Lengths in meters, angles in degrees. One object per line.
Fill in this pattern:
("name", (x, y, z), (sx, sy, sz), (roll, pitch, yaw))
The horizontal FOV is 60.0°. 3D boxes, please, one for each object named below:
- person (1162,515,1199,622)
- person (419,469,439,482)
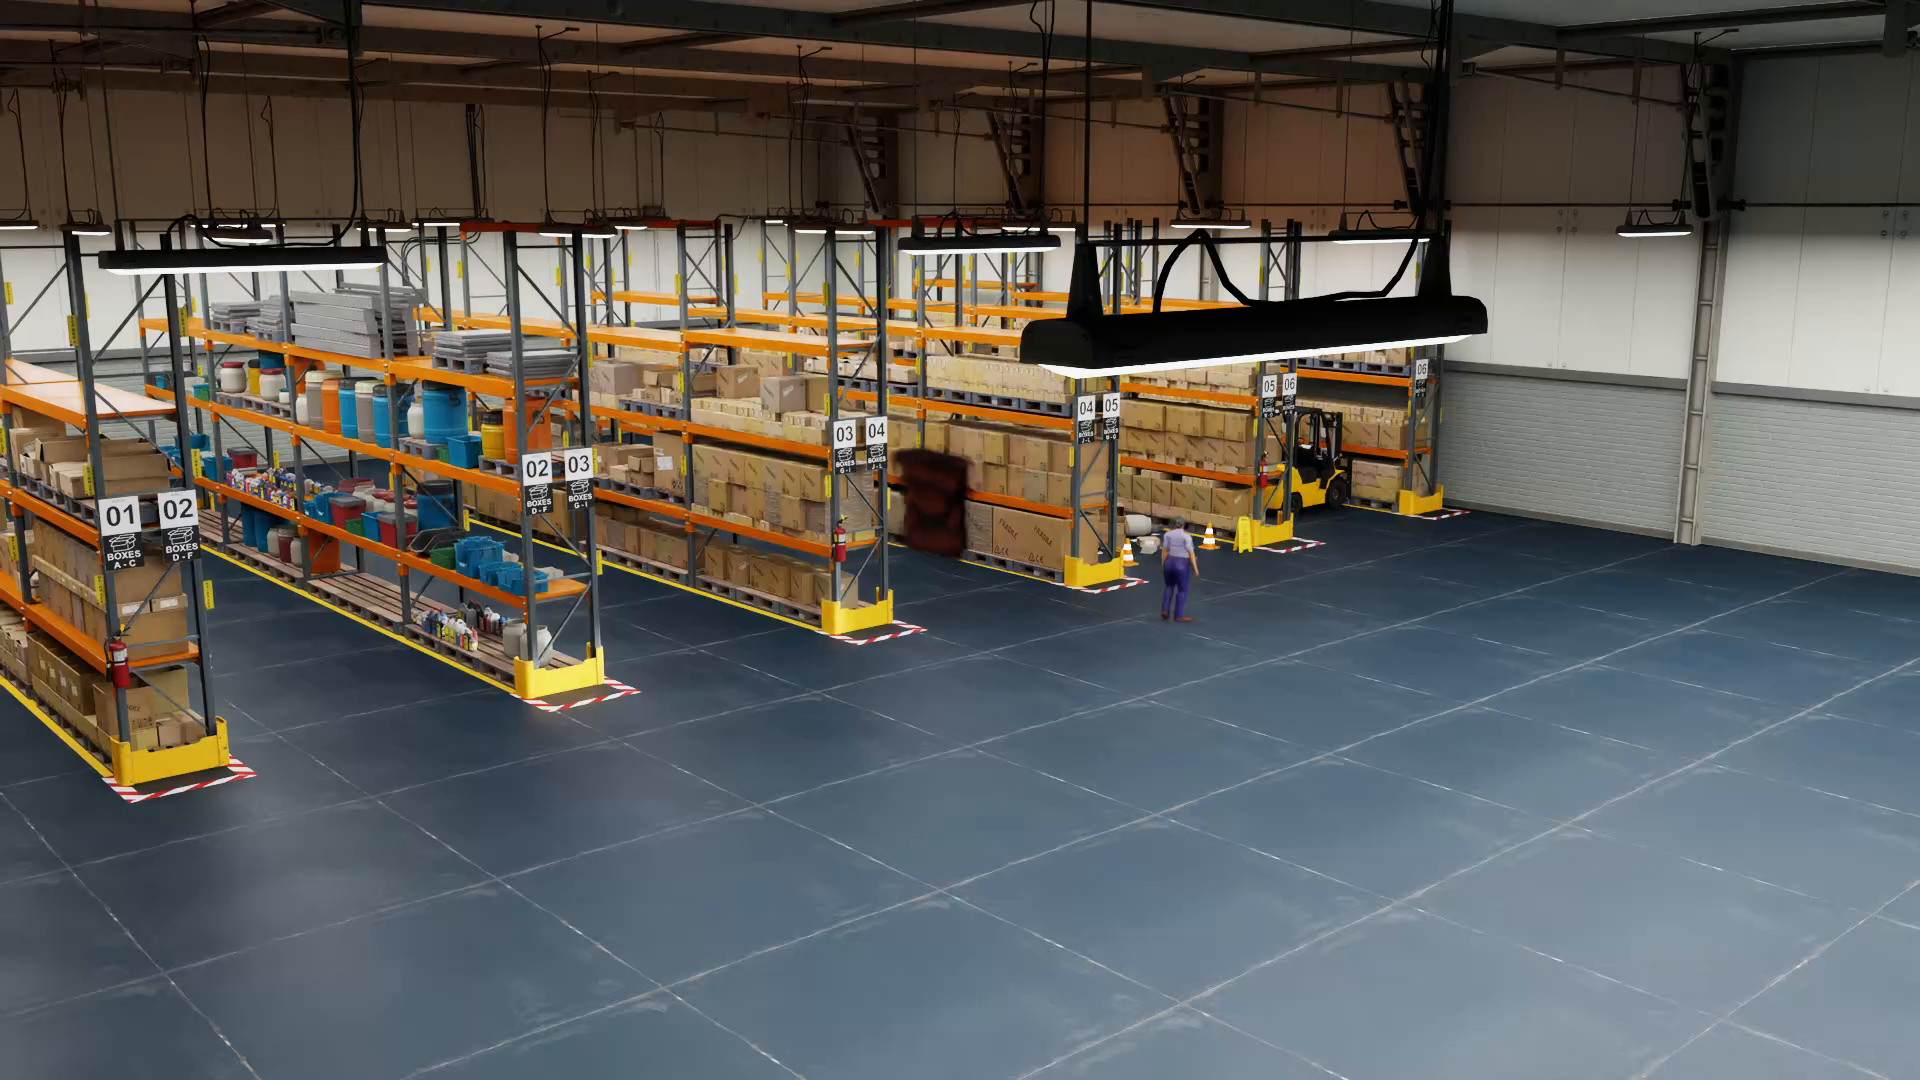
("person", (3.372, 0.471, 25.604), (0.573, 1.715, 0.367), (9, 14, 38))
("person", (-10.458, -1.037, 32.853), (0.426, 1.630, 0.974), (-8, 14, -35))
